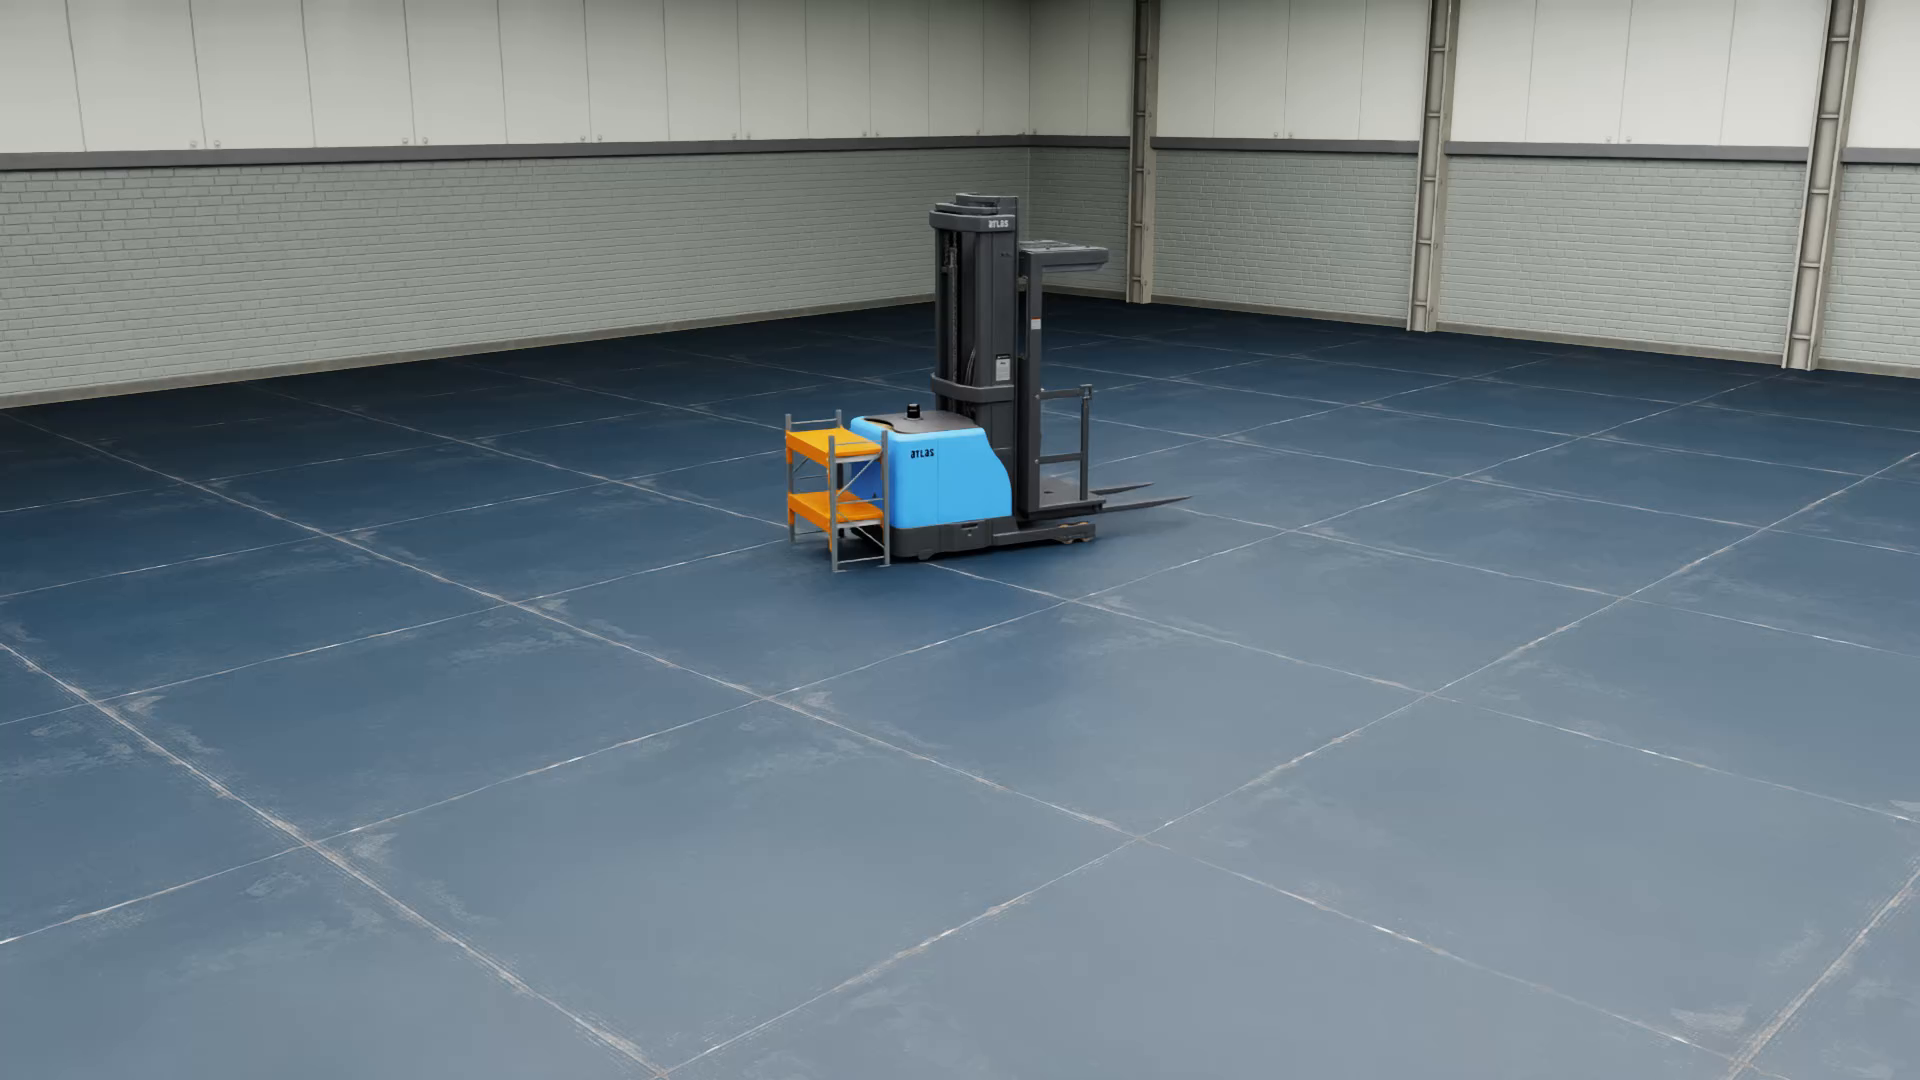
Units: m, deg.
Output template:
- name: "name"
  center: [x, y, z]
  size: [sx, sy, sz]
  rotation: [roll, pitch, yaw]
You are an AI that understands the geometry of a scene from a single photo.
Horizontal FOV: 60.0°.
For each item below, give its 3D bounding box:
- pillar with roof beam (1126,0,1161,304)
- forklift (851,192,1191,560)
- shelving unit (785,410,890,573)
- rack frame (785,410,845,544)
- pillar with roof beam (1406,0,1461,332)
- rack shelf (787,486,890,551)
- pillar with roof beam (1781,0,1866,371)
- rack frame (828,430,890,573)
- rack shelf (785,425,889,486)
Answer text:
- name: "pillar with roof beam"
  center: [0.453, -8.148, 27.855]
  size: [0.400, 9.000, 9.100]
  rotation: [14, 20, 42]
- name: "forklift"
  center: [0.602, -1.493, 14.349]
  size: [3.031, 2.935, 1.130]
  rotation: [-7, 16, -26]
- name: "shelving unit"
  center: [-1.025, -0.424, 13.824]
  size: [0.538, 1.125, 1.048]
  rotation: [-7, 16, -24]
- name: "rack frame"
  center: [-1.242, -0.540, 14.268]
  size: [0.500, 1.125, 0.032]
  rotation: [-7, 16, -24]
- name: "pillar with roof beam"
  center: [4.772, -7.098, 23.825]
  size: [0.400, 9.000, 9.100]
  rotation: [14, 20, 42]
- name: "rack shelf"
  center: [-1.024, -0.188, 13.886]
  size: [0.538, 0.278, 1.000]
  rotation: [-7, 16, -24]
- name: "pillar with roof beam"
  center: [9.092, -6.048, 19.795]
  size: [0.400, 9.000, 9.100]
  rotation: [14, 20, 42]
- name: "rack frame"
  center: [-0.807, -0.308, 13.379]
  size: [0.500, 1.125, 0.032]
  rotation: [-7, 16, -24]
- name: "rack shelf"
  center: [-1.026, -0.707, 13.749]
  size: [0.538, 0.278, 1.000]
  rotation: [-7, 16, -24]
